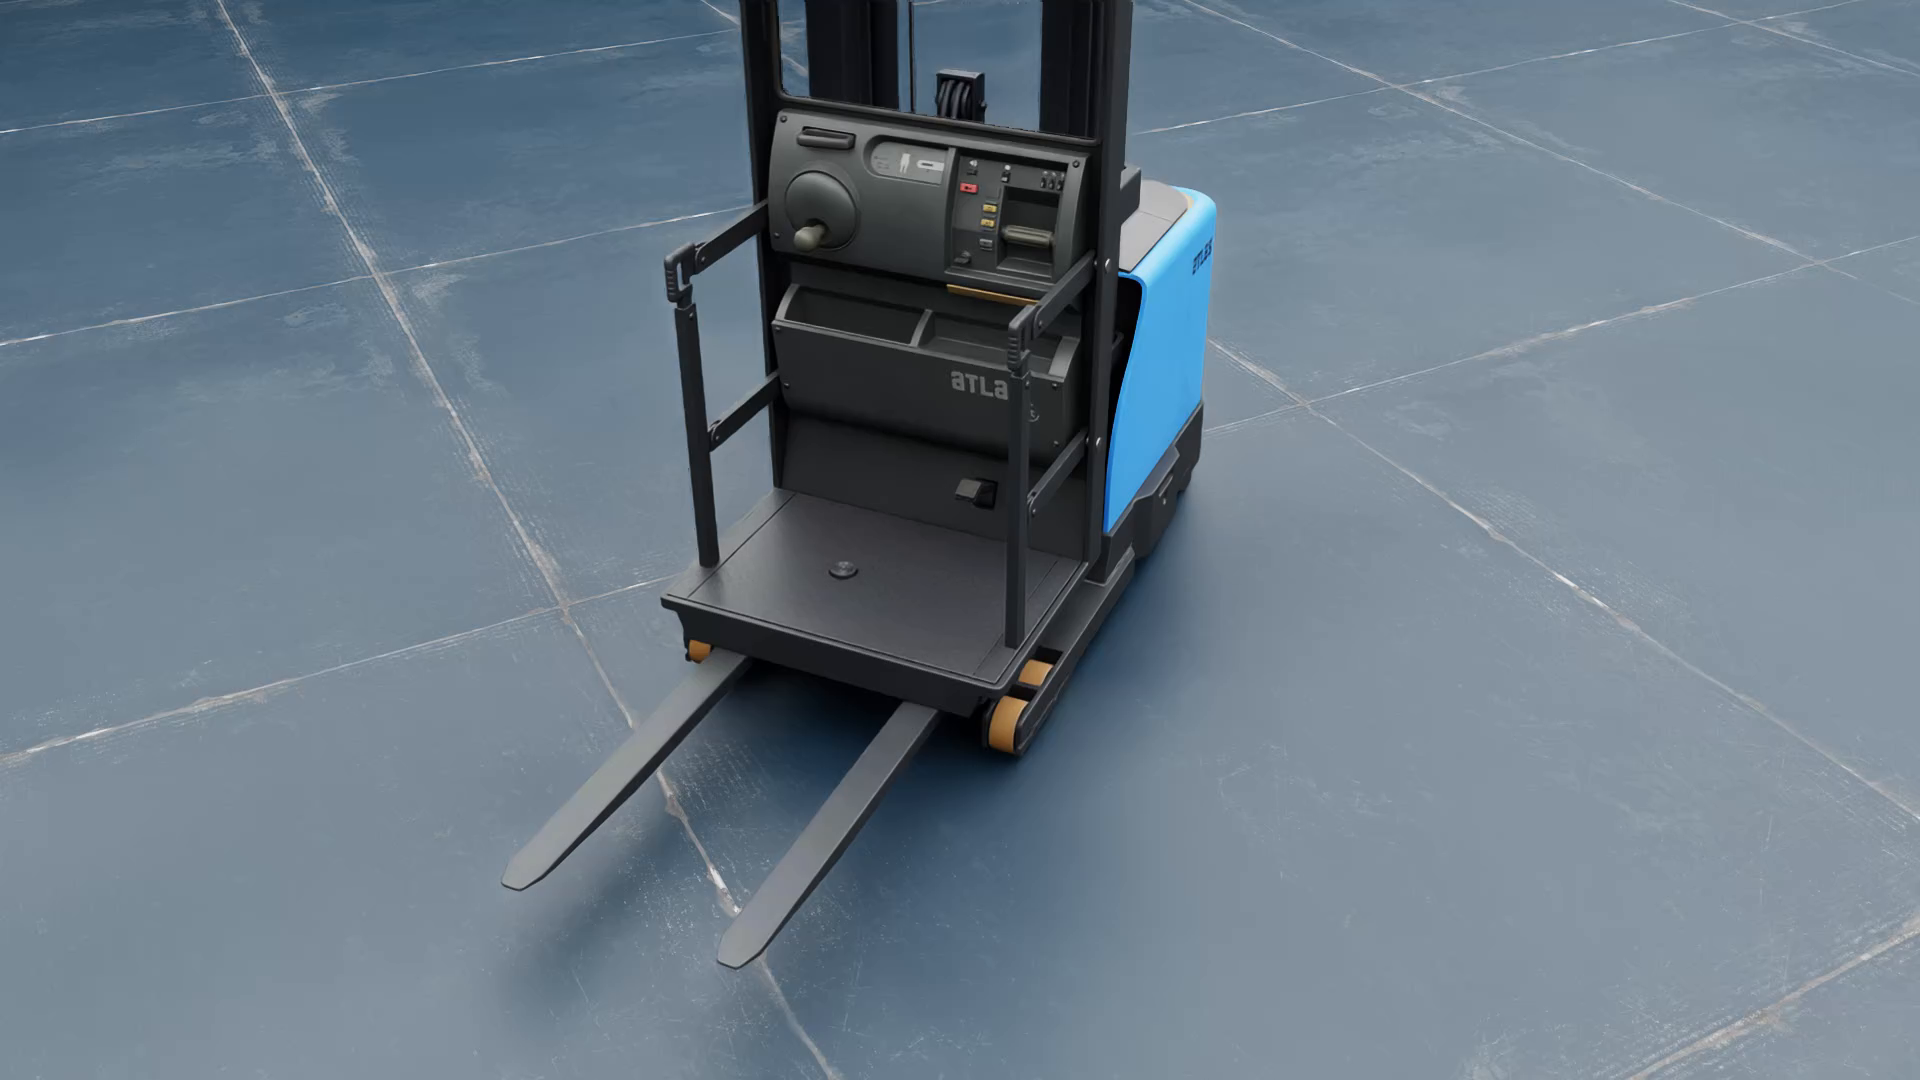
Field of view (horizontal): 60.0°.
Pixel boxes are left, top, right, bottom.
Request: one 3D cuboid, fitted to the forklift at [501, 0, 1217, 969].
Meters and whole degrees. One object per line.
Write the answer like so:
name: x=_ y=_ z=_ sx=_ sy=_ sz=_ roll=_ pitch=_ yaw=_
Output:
forklift: x=-0.190 y=-0.884 z=4.412 sx=1.130 sy=2.935 sz=3.031 roll=14 pitch=35 yaw=20
